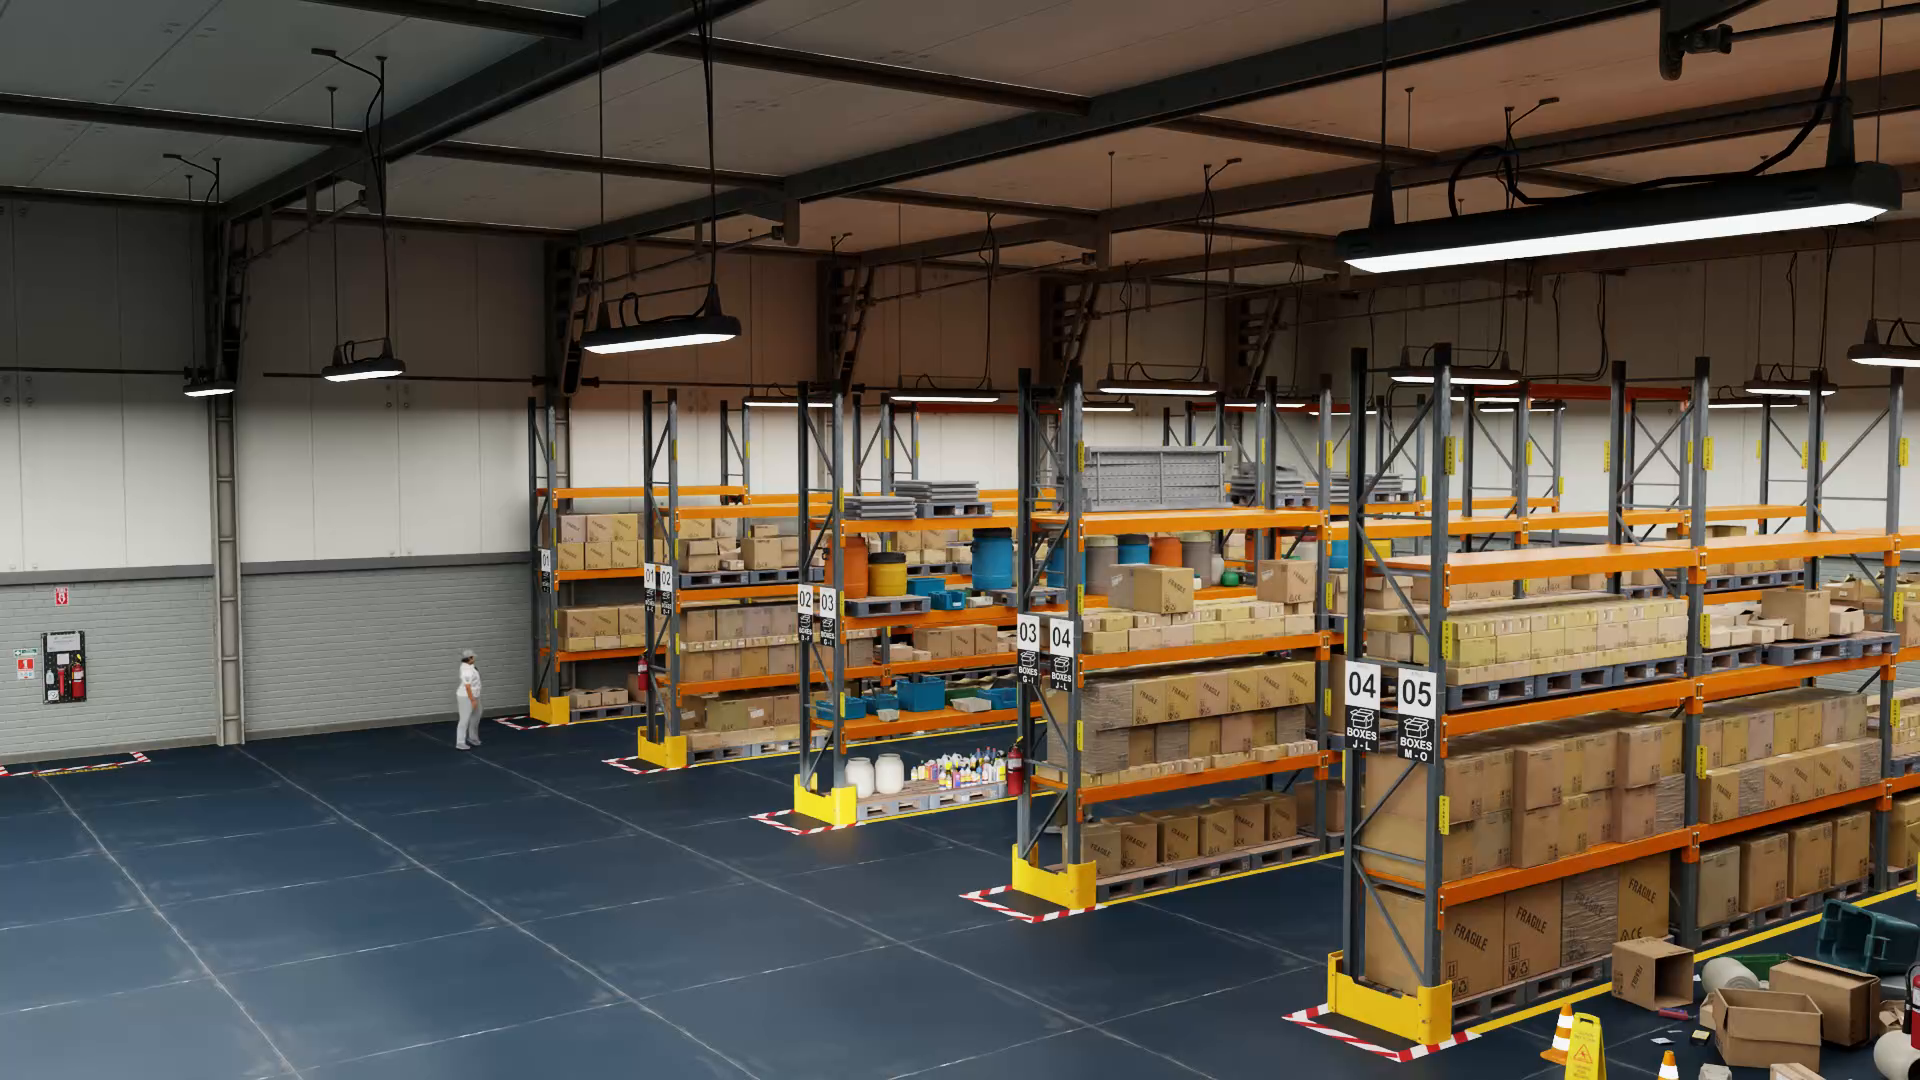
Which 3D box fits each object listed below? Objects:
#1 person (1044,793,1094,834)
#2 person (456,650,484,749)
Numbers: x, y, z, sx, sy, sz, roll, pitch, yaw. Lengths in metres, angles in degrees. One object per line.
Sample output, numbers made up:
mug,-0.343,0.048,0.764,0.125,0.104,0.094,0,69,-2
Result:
person,1.468,2.970,21.950,0.551,1.777,0.658,2,4,32
person,-8.304,2.698,28.136,0.400,1.710,0.653,0,3,-4
